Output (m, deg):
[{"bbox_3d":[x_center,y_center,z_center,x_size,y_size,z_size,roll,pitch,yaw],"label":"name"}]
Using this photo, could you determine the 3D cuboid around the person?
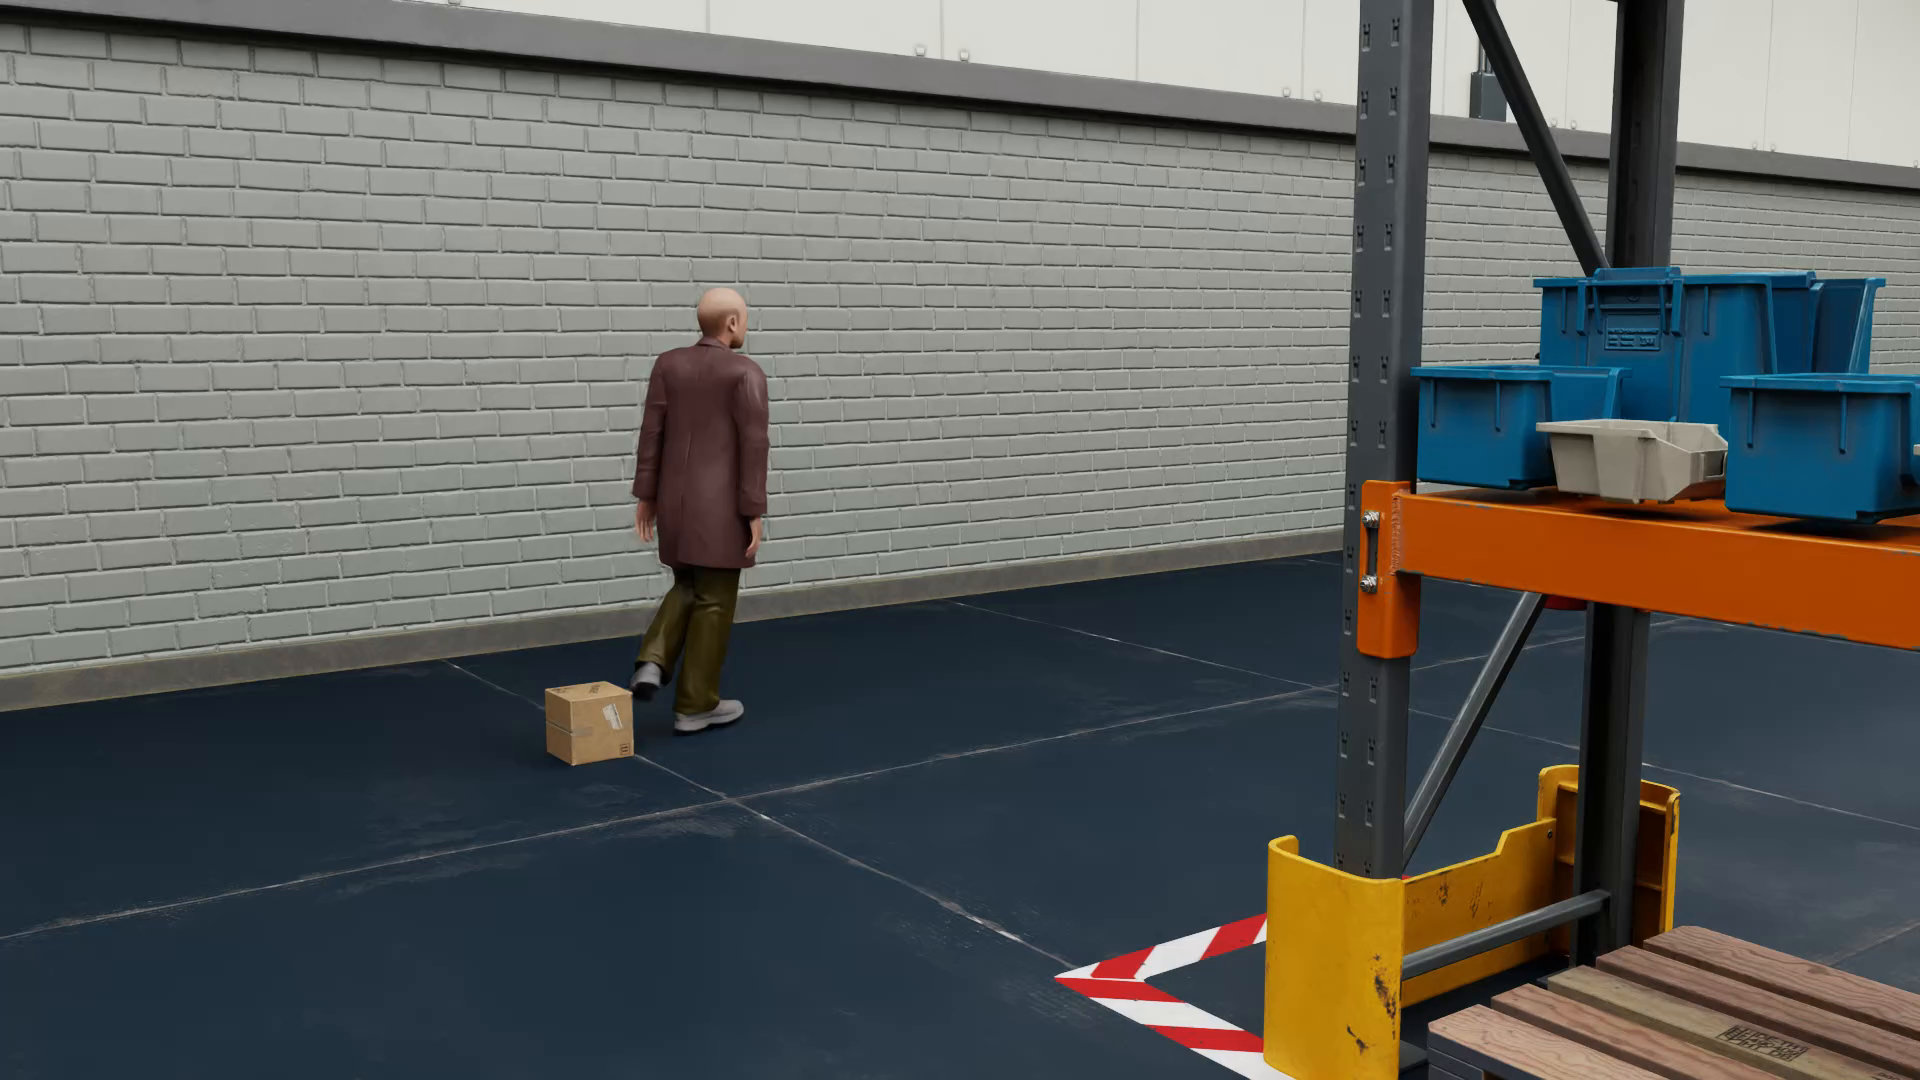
[{"bbox_3d":[-1.054,-0.121,6.677,0.626,1.771,0.567,4,9,28],"label":"person"}]
